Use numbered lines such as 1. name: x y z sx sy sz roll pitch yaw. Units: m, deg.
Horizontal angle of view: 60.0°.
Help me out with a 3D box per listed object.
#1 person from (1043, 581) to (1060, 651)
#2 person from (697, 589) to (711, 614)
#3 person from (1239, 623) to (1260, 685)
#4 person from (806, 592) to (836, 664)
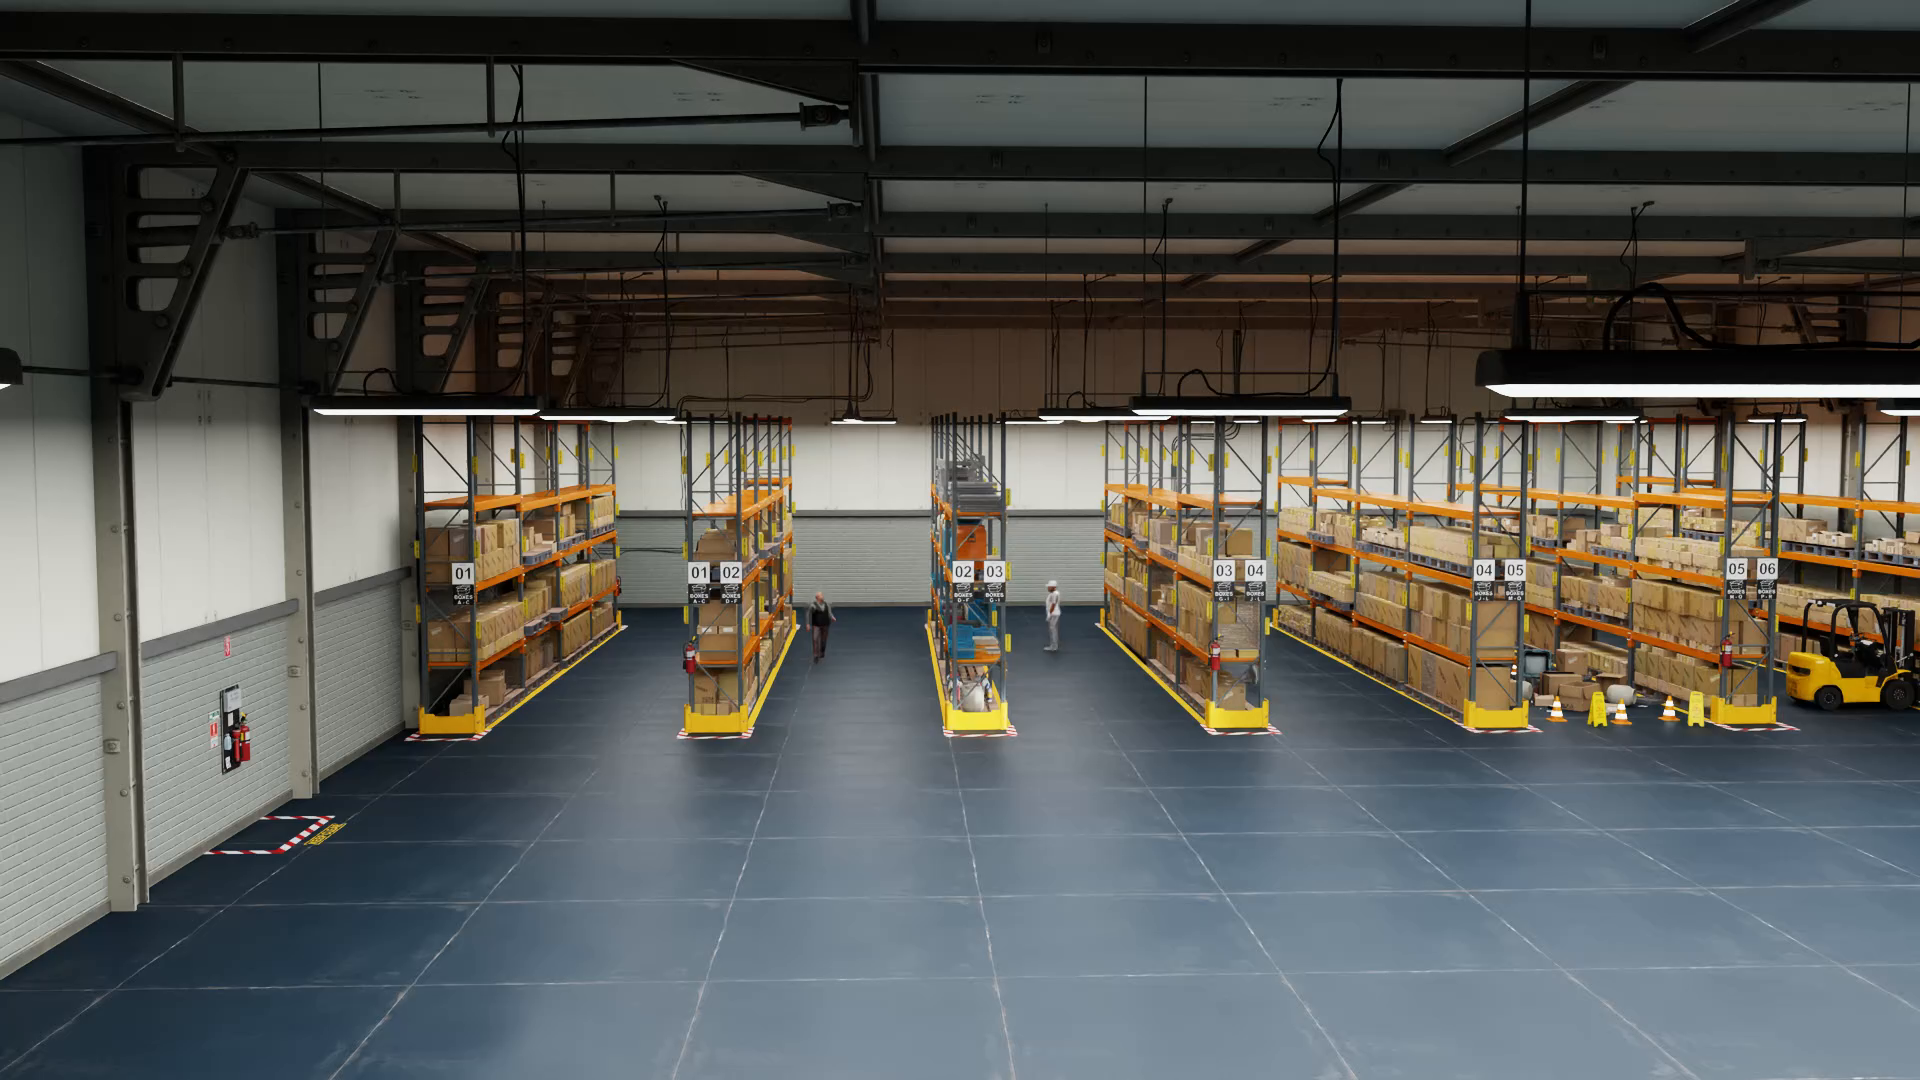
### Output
1. person: 2.334 1.925 42.322 0.413 1.793 0.563 0 4 5
2. person: -6.792 1.840 44.869 0.597 1.638 0.995 0 4 -4
3. person: 6.471 2.370 37.102 0.600 1.686 0.492 2 4 30
4. person: -3.392 2.146 40.566 0.750 1.643 0.983 0 4 -3
